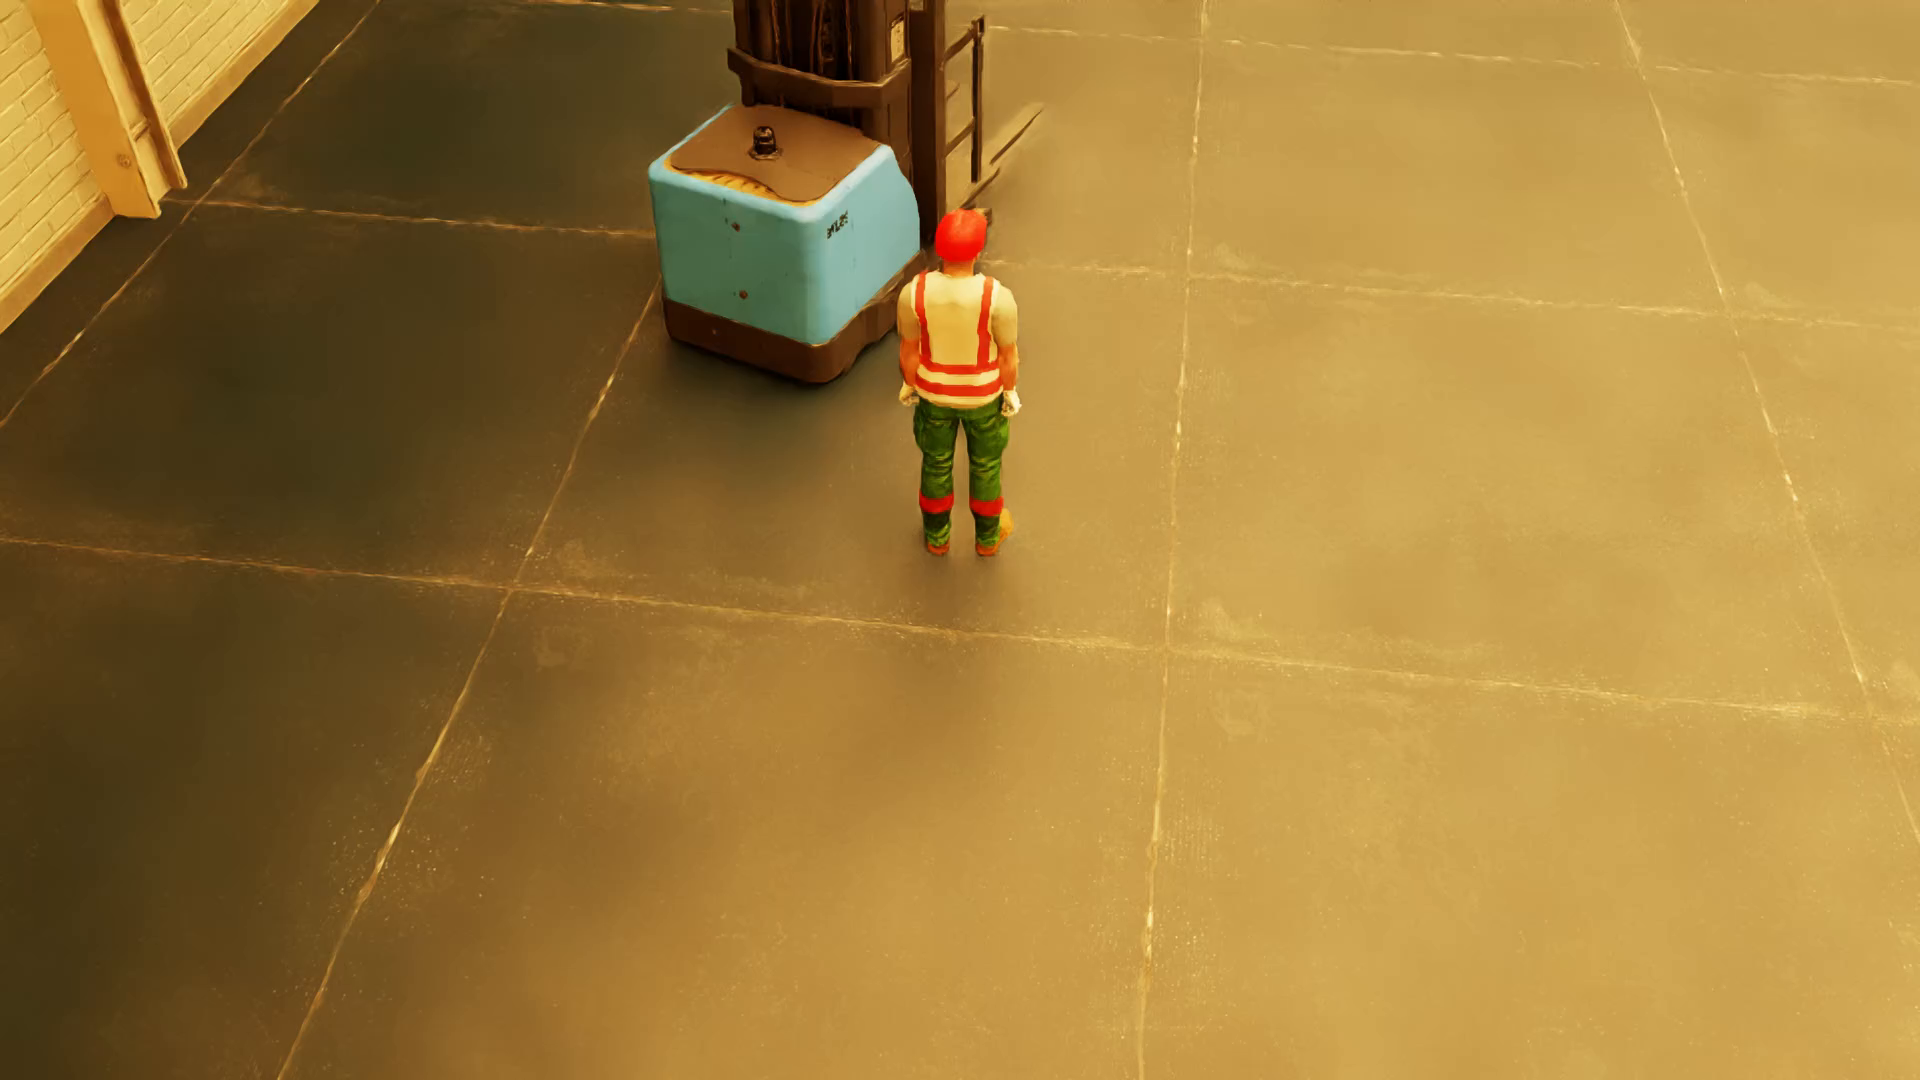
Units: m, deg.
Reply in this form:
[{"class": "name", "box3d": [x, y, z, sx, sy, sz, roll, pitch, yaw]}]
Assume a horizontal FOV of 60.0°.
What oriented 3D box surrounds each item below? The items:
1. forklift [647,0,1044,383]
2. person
[{"class": "forklift", "box3d": [-0.463, -2.892, 8.872, 1.130, 2.935, 3.031, 19, 46, 20]}, {"class": "person", "box3d": [0.002, -0.674, 7.300, 0.540, 1.795, 0.349, 5, 43, 6]}]
